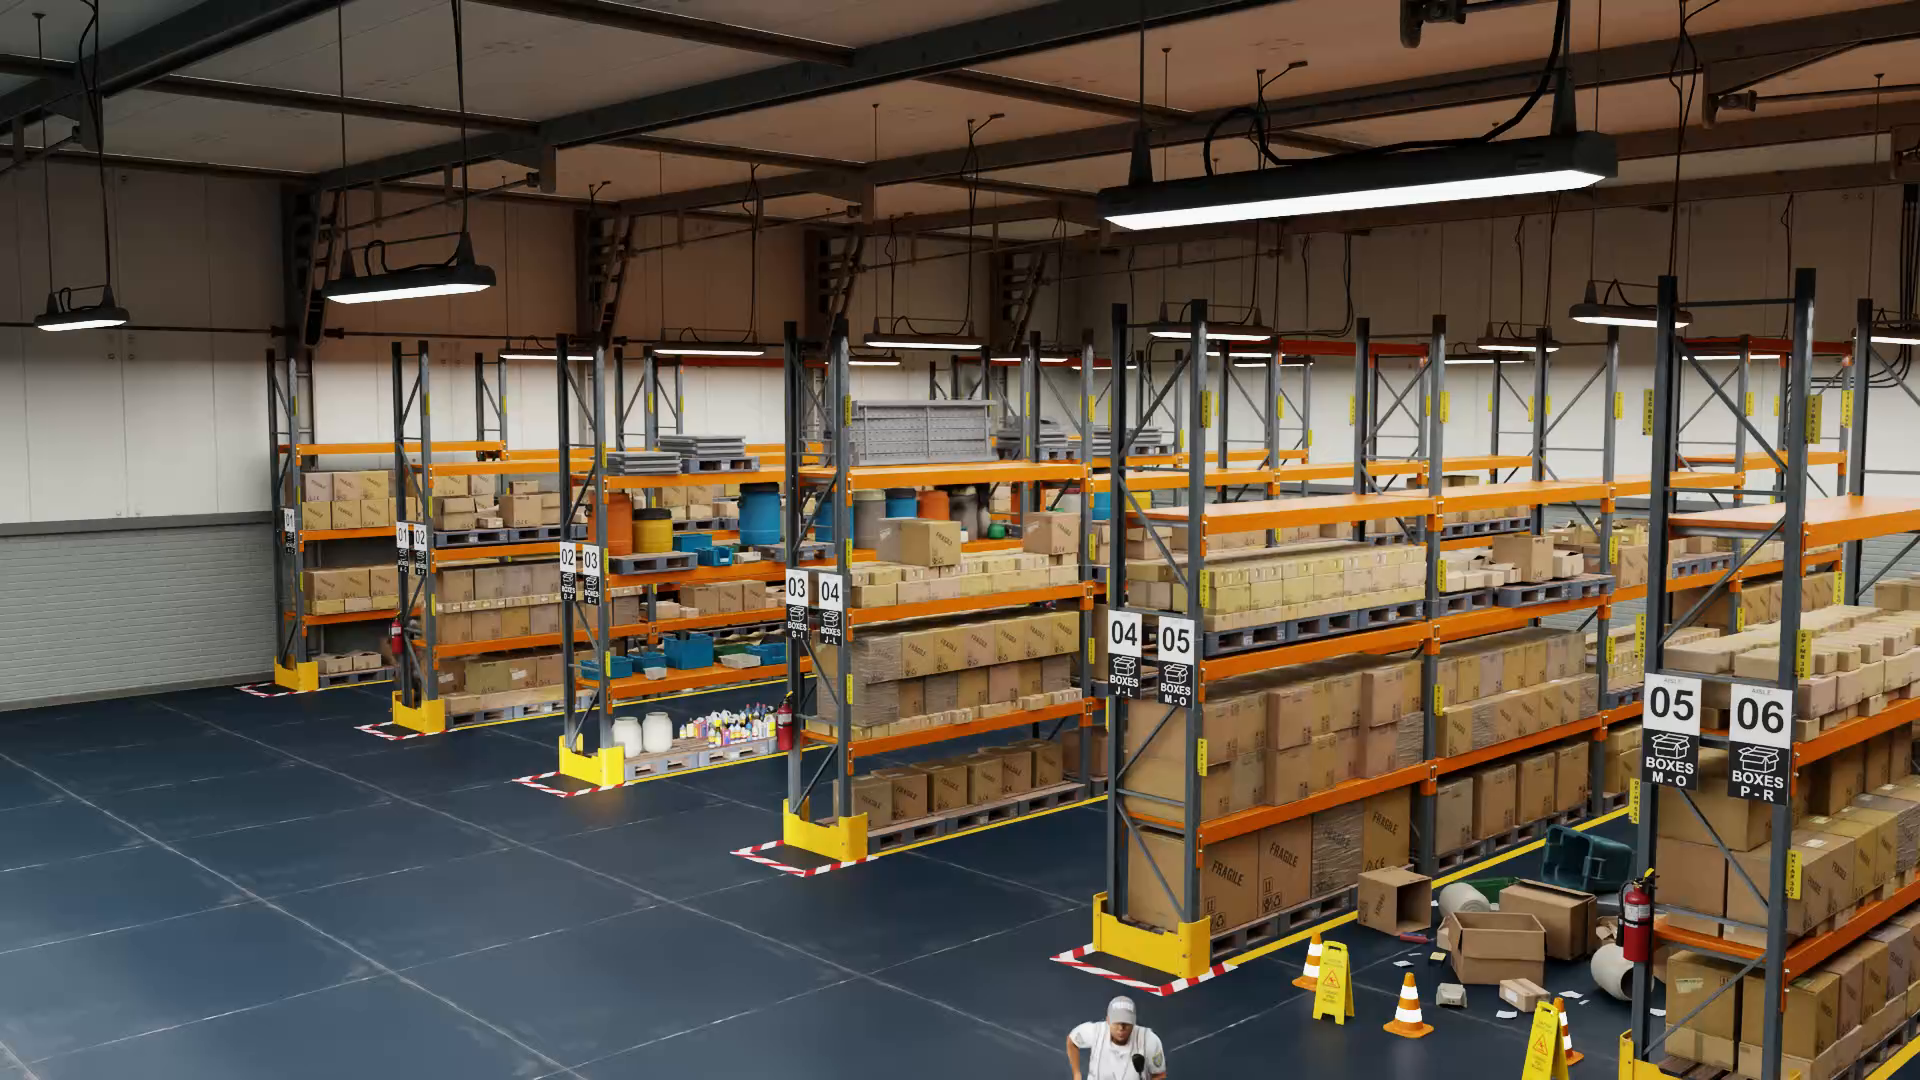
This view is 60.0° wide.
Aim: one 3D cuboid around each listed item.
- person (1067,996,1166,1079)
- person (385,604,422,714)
[{"bbox_3d":[0.952,3.511,10.110,0.591,1.592,0.661,0,5,1],"label":"person"},{"bbox_3d":[-9.158,1.927,27.452,0.657,1.770,0.853,3,6,31],"label":"person"}]
